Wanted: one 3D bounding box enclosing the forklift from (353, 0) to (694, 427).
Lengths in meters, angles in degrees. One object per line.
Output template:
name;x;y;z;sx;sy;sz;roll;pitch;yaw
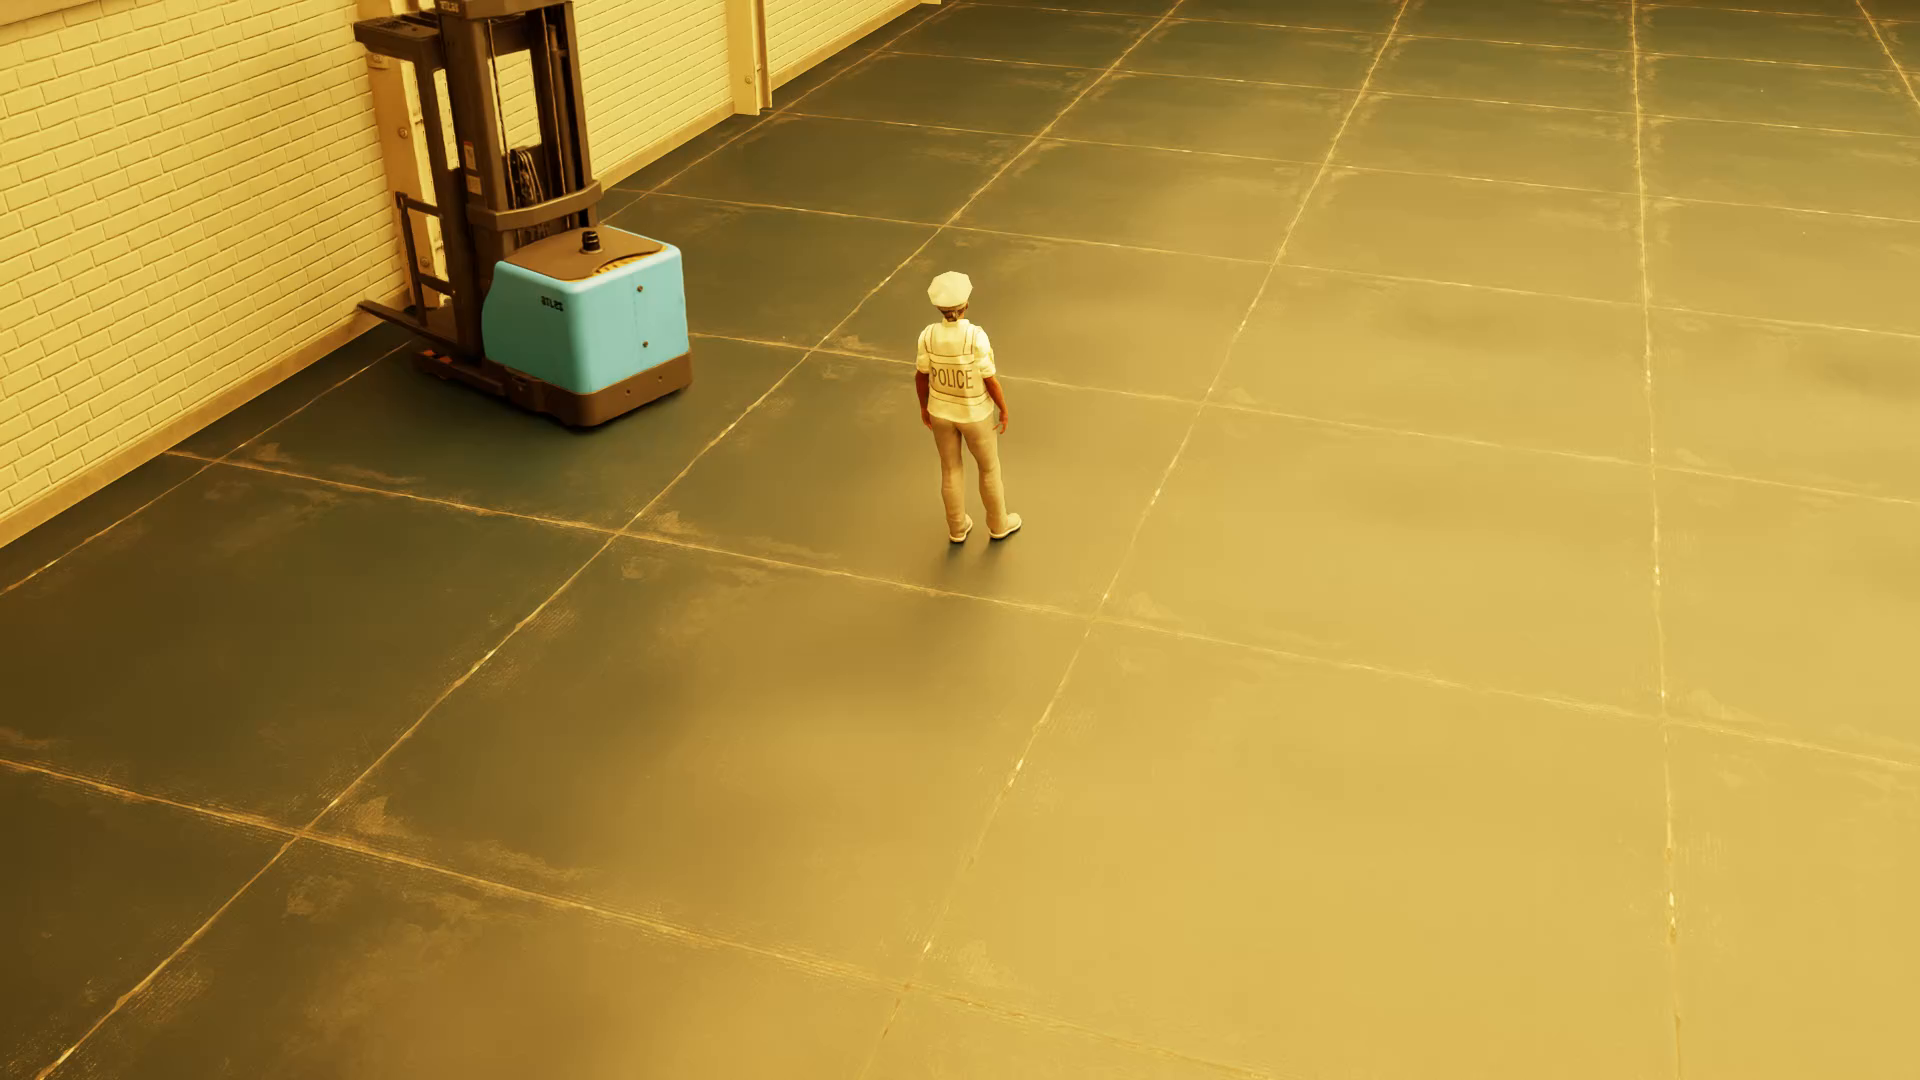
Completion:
forklift;-3.386;-2.628;11.747;3.031;2.935;1.130;21;36;32

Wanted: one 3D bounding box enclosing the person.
person;0.043;-0.773;9.730;0.569;1.693;0.528;10;31;16
